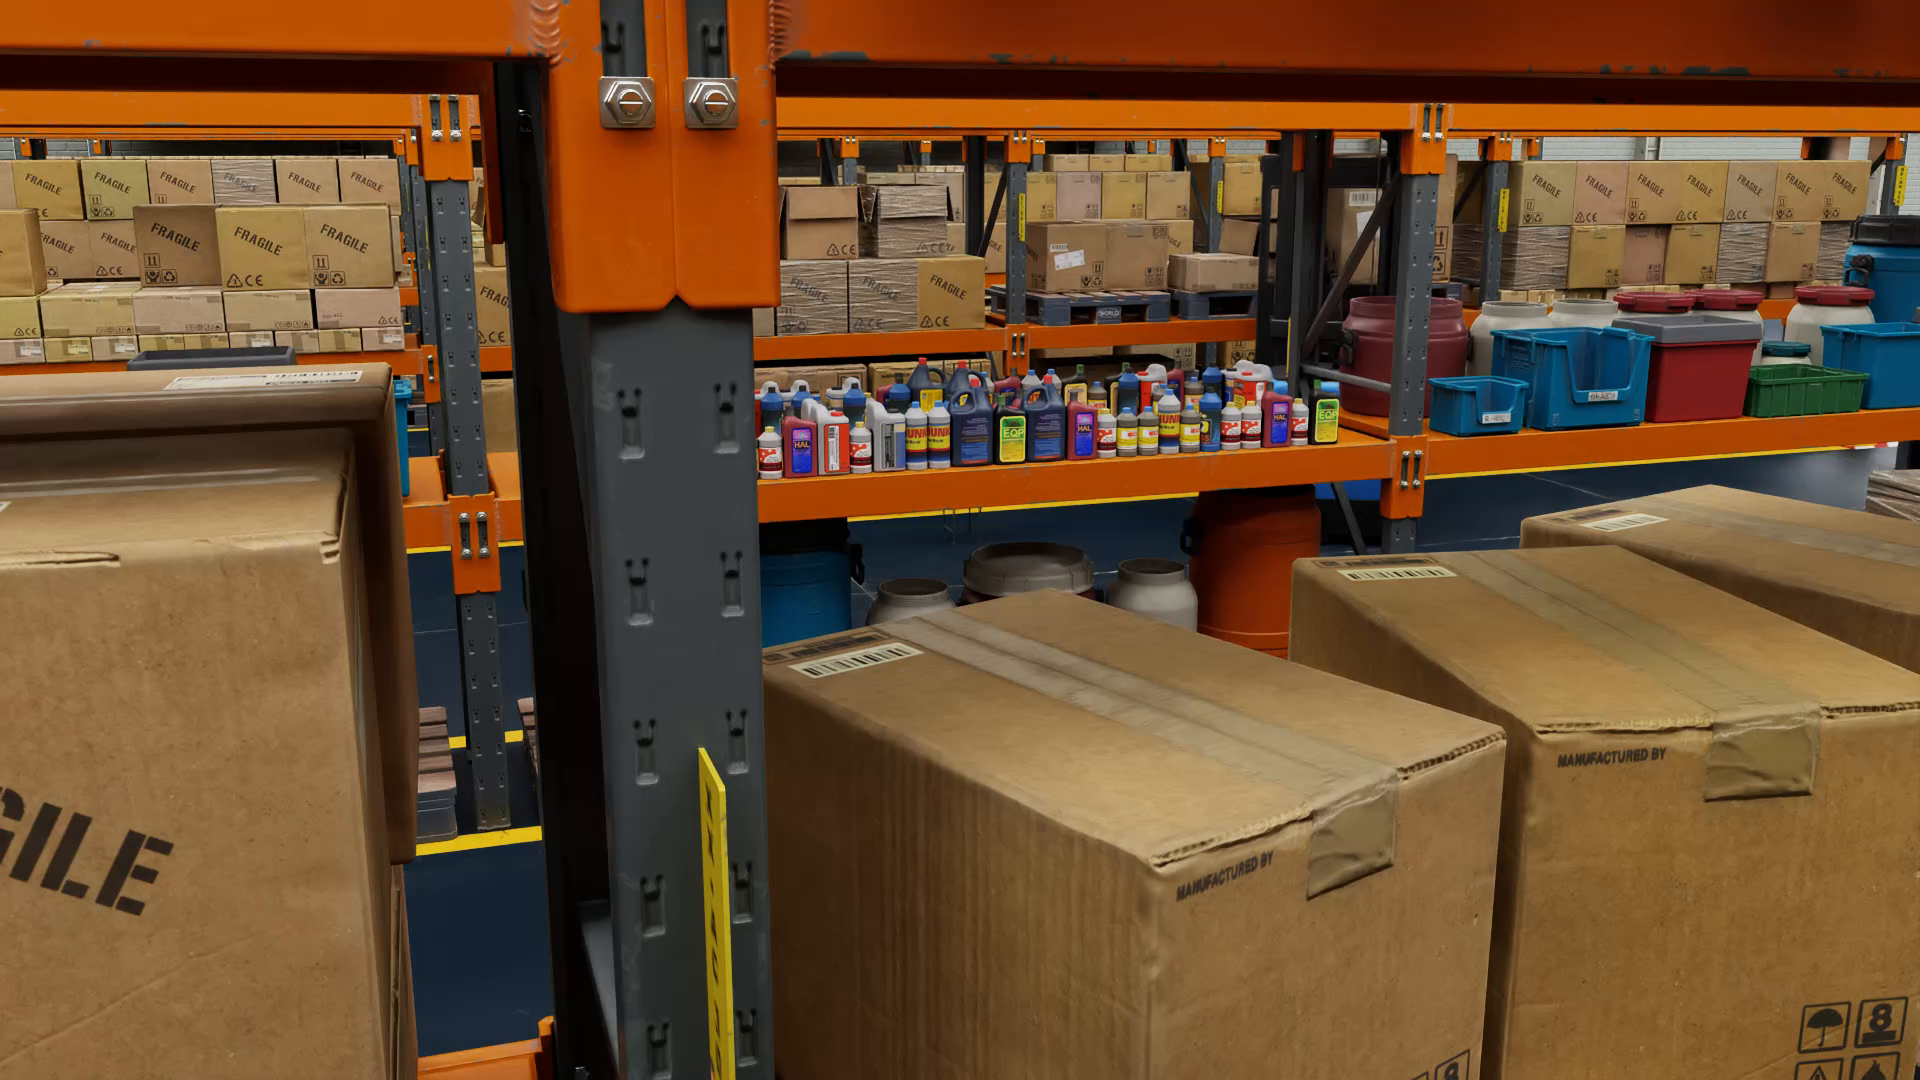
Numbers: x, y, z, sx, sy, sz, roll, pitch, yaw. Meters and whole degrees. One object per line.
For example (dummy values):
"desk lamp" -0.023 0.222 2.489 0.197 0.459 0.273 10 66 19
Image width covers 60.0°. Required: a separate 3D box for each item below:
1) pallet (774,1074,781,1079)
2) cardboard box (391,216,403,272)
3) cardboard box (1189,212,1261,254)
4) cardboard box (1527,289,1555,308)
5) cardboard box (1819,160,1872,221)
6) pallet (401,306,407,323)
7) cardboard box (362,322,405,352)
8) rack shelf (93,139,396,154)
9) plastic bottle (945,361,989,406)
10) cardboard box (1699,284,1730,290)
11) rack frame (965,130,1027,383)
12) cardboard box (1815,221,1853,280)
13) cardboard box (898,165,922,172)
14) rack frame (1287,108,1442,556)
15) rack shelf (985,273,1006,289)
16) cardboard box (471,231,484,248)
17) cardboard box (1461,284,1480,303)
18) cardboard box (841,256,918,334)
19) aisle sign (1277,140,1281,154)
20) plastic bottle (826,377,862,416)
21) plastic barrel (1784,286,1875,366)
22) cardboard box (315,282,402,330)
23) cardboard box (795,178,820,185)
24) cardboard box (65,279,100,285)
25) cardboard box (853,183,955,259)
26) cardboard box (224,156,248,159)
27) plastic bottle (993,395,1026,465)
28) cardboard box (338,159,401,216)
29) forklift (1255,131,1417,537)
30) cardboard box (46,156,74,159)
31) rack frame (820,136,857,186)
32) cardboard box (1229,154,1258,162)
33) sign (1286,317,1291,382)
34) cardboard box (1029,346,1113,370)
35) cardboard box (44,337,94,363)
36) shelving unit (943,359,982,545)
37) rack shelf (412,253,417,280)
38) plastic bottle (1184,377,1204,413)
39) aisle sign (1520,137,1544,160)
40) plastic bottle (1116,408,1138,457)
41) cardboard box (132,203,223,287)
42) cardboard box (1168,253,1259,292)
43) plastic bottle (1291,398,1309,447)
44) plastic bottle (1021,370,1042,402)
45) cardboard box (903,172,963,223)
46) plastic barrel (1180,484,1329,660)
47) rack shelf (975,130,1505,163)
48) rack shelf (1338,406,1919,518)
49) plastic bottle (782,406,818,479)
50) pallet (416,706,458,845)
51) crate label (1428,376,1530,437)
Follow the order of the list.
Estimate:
"pallet" 0.413 0.700 2.133 1.213 0.211 1.003 -4 14 -18
"cardboard box" -5.390 -2.722 15.247 0.500 0.500 0.500 -4 14 -18
"cardboard box" 2.906 -3.320 18.294 0.550 0.550 0.875 -4 14 -18
"cardboard box" 4.588 -1.965 13.465 0.250 0.149 0.380 -4 14 -18
"cardboard box" 7.395 -3.002 14.262 0.500 0.500 0.500 -4 14 -18
"pallet" -8.934 -3.386 24.923 1.213 0.211 1.003 -4 14 -18
"cardboard box" -3.720 -1.315 10.732 0.250 0.149 0.380 -4 14 -18
"rack shelf" -10.178 -5.755 23.928 4.000 0.370 1.077 -4 14 -18
"plastic bottle" 0.031 -0.619 7.368 0.185 0.351 0.144 -4 14 -18
"cardboard box" 6.245 -2.095 14.010 0.250 0.149 0.380 -4 14 -18
"rack frame" 0.256 -1.827 12.340 0.127 3.000 1.000 -4 14 -18
"cardboard box" 7.308 -2.576 14.631 0.500 0.500 0.875 -4 14 -18
"cardboard box" -0.669 -4.949 22.297 0.250 0.149 0.380 -4 14 -15
"rack frame" 1.835 -0.740 7.773 0.127 3.000 1.000 -4 14 -18
"rack shelf" 0.665 -2.720 17.649 4.000 0.370 1.077 -4 14 -18
"cardboard box" -4.502 -2.782 15.348 0.250 0.149 0.380 -4 14 -17
"cardboard box" 4.157 -2.080 13.948 0.250 0.149 0.380 -4 14 -18
"cardboard box" -0.607 -1.749 11.798 0.500 0.500 0.500 -5 14 -19
"aisle sign" 4.637 -5.928 23.964 0.004 0.787 0.394 -4 14 -18
"plastic bottle" -0.514 -0.576 7.350 0.135 0.276 0.152 -4 14 -18
"plastic barrel" 4.650 -1.079 8.904 0.433 0.535 0.433 0 13 0
"cardboard box" -3.870 -1.513 10.703 0.500 0.250 0.500 -5 14 -19
"cardboard box" -1.913 -4.420 21.478 0.500 0.500 0.500 -4 14 -15
"cardboard box" -7.699 -2.247 14.648 0.250 0.149 0.380 -4 14 -15
"cardboard box" -0.443 -2.313 12.001 0.637 0.503 0.797 -4 14 -16
"cardboard box" -8.346 -4.361 19.217 0.250 0.149 0.380 -4 14 -18
"plastic bottle" 0.203 -0.452 6.815 0.133 0.283 0.061 -4 14 -18
"cardboard box" -5.381 -3.213 15.147 0.500 0.500 0.500 -5 14 -20
"forklift" 2.712 -1.735 12.104 1.130 2.935 3.031 2 14 9
"cardboard box" -10.063 -4.226 18.648 0.250 0.149 0.380 -4 14 -17
"rack frame" -1.231 -2.922 16.945 0.127 3.000 1.000 -4 14 -18
"cardboard box" 3.781 -5.149 23.288 0.500 0.500 0.700 -4 14 -18
"sign" 1.653 -0.940 8.260 0.005 0.325 0.100 -4 14 -18
"cardboard box" 1.085 -2.191 17.826 0.750 0.750 1.050 -4 14 -18
"cardboard box" -5.427 -1.182 10.171 0.250 0.149 0.380 -5 14 -19
"shelving unit" 0.014 -0.585 11.008 0.189 1.200 0.258 -4 14 -18
"rack shelf" -4.801 -3.503 20.940 4.000 0.370 1.077 -4 14 -18
"plastic bottle" 1.111 -0.673 7.919 0.097 0.201 0.097 0 13 0
"aisle sign" 6.515 -4.717 18.872 0.004 0.787 0.394 -4 14 -18
"plastic bottle" 0.700 -0.456 7.006 0.097 0.201 0.097 0 13 0
"cardboard box" -5.032 -1.915 10.771 0.500 0.500 0.500 -5 14 -20
"cardboard box" 1.917 -2.031 12.617 0.500 0.250 0.500 -5 14 -20
"plastic bottle" 1.473 -0.516 7.258 0.097 0.201 0.097 0 13 0
"plastic bottle" 0.328 -0.646 7.655 0.097 0.271 0.097 0 13 0
"cardboard box" -0.323 -3.526 17.106 0.500 0.500 0.700 -5 14 -19
"plastic barrel" 1.377 0.151 7.808 0.708 0.830 0.600 -4 14 -18
"rack shelf" 2.151 -3.084 12.697 4.000 0.370 1.077 -4 14 -18
"rack shelf" 3.731 -0.538 8.477 4.000 0.370 1.077 -4 14 -18
"plastic bottle" -0.630 -0.387 6.542 0.133 0.283 0.061 -4 14 -18
"pallet" -2.640 0.974 6.591 1.213 0.211 1.003 -4 14 -18
"crate label" 2.354 -0.608 7.578 0.416 0.233 0.303 -4 14 -18
